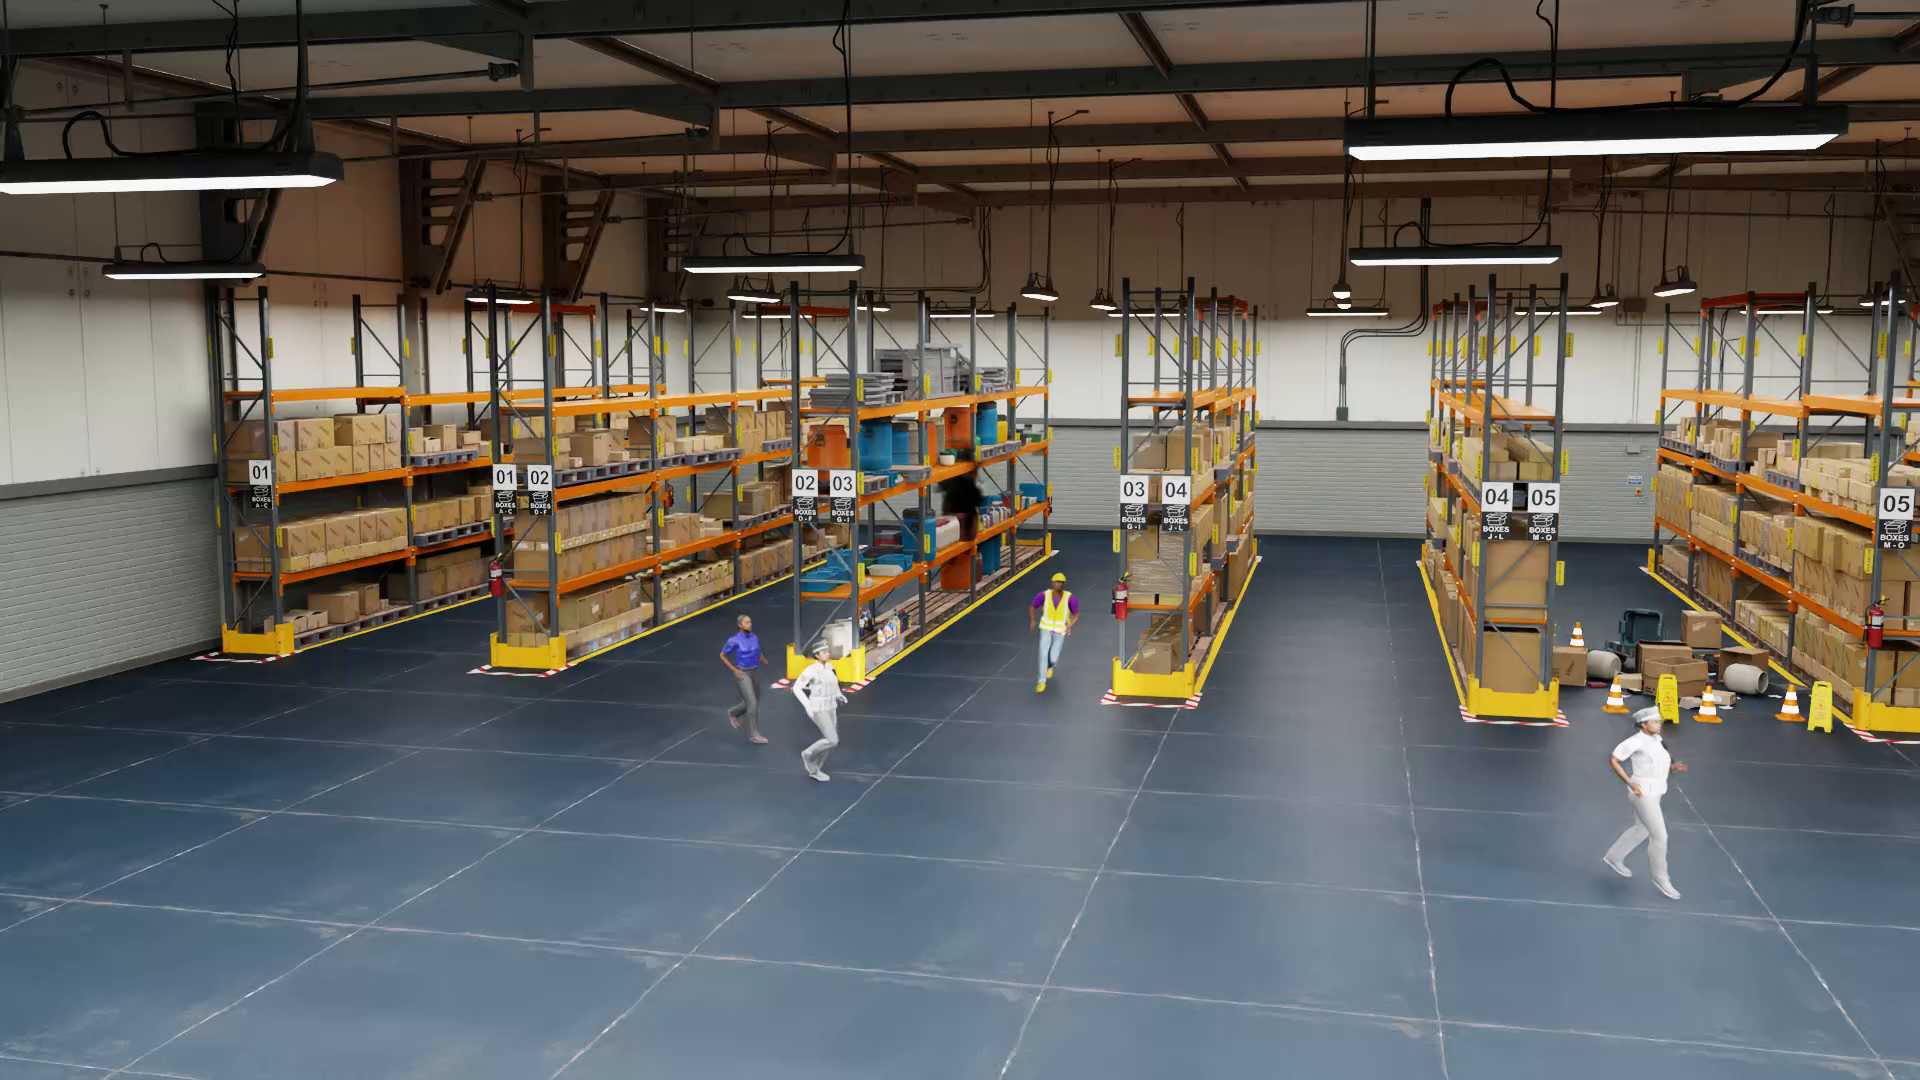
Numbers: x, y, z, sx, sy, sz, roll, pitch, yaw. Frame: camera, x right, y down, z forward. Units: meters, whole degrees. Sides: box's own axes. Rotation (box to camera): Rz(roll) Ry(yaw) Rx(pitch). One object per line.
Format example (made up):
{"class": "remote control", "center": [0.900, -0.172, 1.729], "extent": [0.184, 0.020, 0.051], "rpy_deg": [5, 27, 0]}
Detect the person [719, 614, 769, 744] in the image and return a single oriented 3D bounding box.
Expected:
{"class": "person", "center": [-2.756, 1.755, 21.273], "extent": [0.834, 1.623, 0.588], "rpy_deg": [5, 9, 40]}

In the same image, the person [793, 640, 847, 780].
{"class": "person", "center": [-1.554, 1.975, 19.264], "extent": [0.535, 1.659, 0.605], "rpy_deg": [4, 8, 32]}

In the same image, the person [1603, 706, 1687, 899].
{"class": "person", "center": [6.356, 2.385, 15.428], "extent": [0.567, 1.740, 0.781], "rpy_deg": [-6, 9, -45]}

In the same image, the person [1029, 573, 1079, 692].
{"class": "person", "center": [1.388, 1.342, 24.606], "extent": [0.746, 1.735, 0.764], "rpy_deg": [0, 7, 4]}
